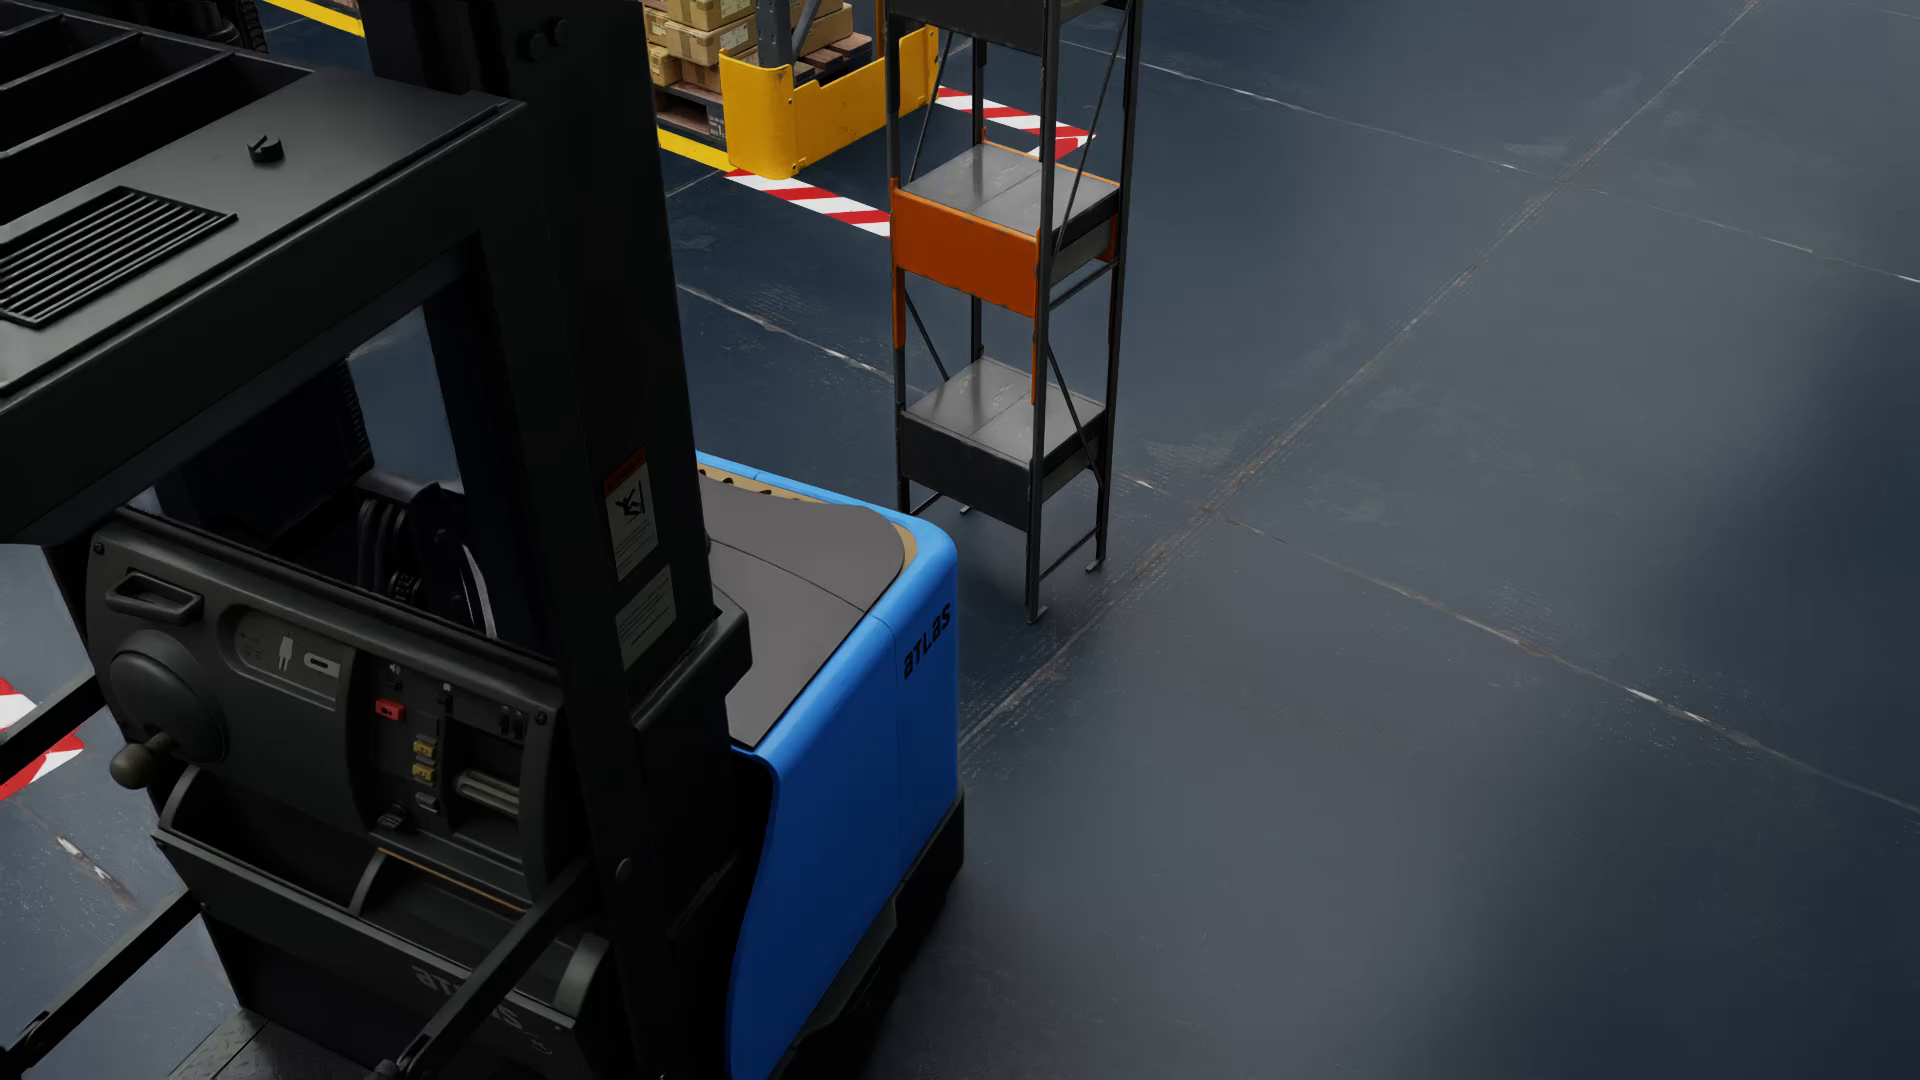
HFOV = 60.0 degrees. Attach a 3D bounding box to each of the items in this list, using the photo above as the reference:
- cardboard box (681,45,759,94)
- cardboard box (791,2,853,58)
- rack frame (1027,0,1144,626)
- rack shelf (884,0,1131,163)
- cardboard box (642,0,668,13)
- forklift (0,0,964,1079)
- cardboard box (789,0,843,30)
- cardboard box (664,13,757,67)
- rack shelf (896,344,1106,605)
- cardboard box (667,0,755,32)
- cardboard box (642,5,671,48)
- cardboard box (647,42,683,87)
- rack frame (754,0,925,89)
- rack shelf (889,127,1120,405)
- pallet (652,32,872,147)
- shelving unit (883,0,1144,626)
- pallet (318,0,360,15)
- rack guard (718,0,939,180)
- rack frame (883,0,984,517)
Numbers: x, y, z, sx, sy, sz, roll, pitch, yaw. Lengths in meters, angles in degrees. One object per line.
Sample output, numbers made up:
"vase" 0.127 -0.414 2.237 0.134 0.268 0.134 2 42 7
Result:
"cardboard box" -1.051 -2.194 7.591 0.250 0.149 0.380 26 45 29
"cardboard box" -0.727 -2.452 7.921 0.250 0.149 0.380 26 45 29
"rack frame" 0.325 -0.673 4.407 0.015 2.100 0.400 25 45 29
"rack shelf" 0.131 -1.305 4.100 0.480 0.518 0.431 25 45 29
"cardboard box" -1.245 -2.530 7.537 0.250 0.149 0.380 26 45 29
"forklift" -1.096 0.348 2.427 1.130 2.935 3.031 17 41 20
"cardboard box" -0.766 -2.538 7.789 0.250 0.149 0.380 27 46 30
"cardboard box" -1.098 -2.274 7.452 0.250 0.149 0.380 24 44 27
"rack shelf" 0.131 -0.203 4.963 0.480 0.518 0.431 25 45 29
"cardboard box" -1.080 -2.408 7.381 0.250 0.149 0.380 26 45 29
"cardboard box" -1.273 -2.398 7.611 0.250 0.149 0.380 24 44 28
"cardboard box" -1.316 -2.241 7.651 0.250 0.149 0.380 27 45 30
"rack frame" -0.506 -3.056 6.720 0.127 3.000 1.000 25 45 29
"rack shelf" 0.131 -0.754 4.532 0.480 0.518 0.431 25 45 29
"pallet" -1.190 -2.308 8.027 1.213 0.211 1.003 25 45 29
"shelving unit" 0.131 -0.765 4.524 0.503 2.100 0.431 25 45 29
"pallet" -3.128 -3.222 9.194 1.213 0.211 1.003 25 45 29
"rack guard" -0.566 -2.101 7.527 0.348 0.500 1.175 25 45 29
"rack frame" -0.062 -0.856 4.640 0.015 2.100 0.400 25 45 29
